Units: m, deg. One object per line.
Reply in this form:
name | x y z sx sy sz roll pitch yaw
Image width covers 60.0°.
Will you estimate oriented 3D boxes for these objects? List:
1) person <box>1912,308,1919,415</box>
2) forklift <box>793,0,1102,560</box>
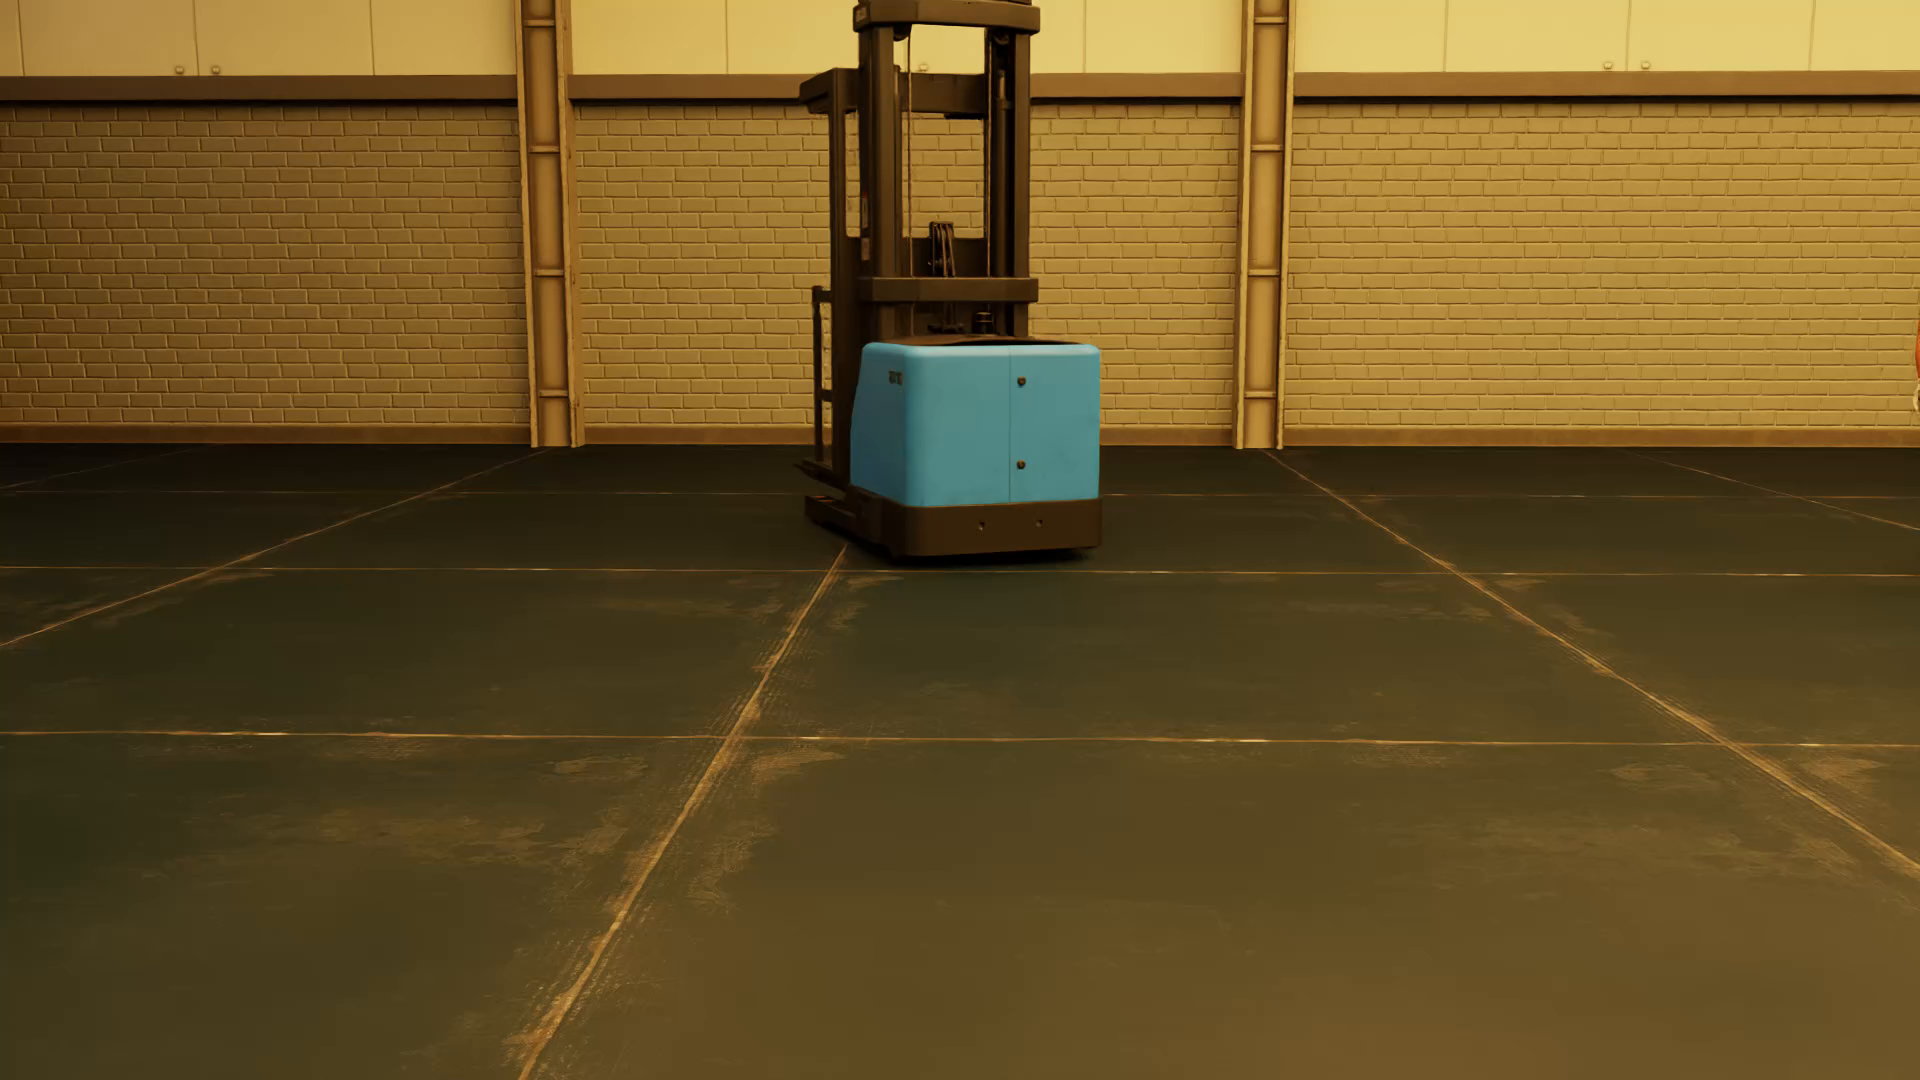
person | 4.830 -0.686 7.737 0.510 1.816 0.629 -4 10 -24
forklift | -0.260 -1.536 9.350 1.130 2.935 3.031 -3 9 -19
